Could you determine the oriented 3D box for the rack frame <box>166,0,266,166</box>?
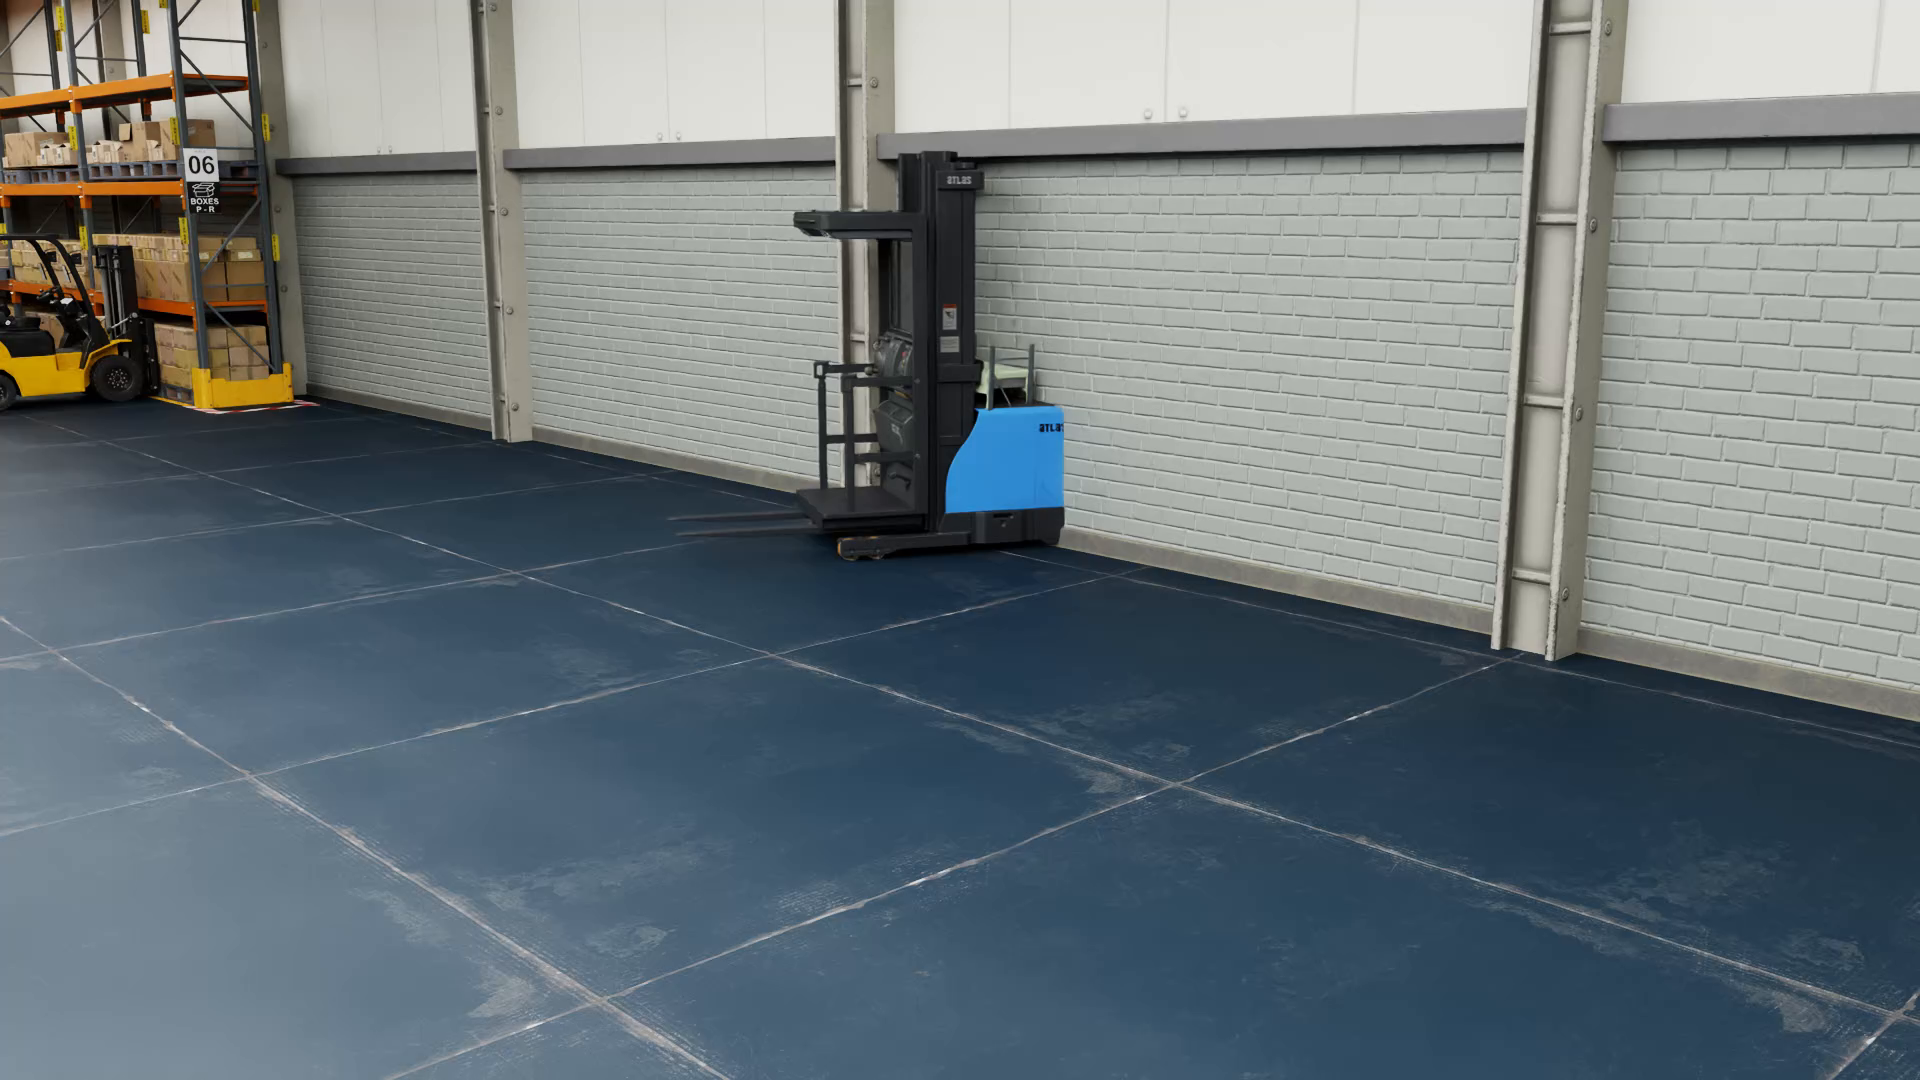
[{"bbox_3d":[-9.222,-6.163,20.522,1.000,3.000,0.127,-11,16,-43],"label":"rack frame"}]

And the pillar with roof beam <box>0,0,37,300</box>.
[{"bbox_3d":[-20.452,-7.541,27.214,9.100,9.000,0.400,-11,16,-43],"label":"pillar with roof beam"}]

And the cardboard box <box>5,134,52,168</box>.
[{"bbox_3d":[-14.423,-6.025,25.752,0.500,0.500,0.500,-11,16,-42],"label":"cardboard box"}]

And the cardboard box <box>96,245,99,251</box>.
[{"bbox_3d":[-11.955,-4.092,23.482,0.380,0.149,0.250,-11,16,-43],"label":"cardboard box"}]

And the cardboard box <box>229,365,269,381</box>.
[{"bbox_3d":[-9.420,-2.182,21.843,0.500,0.250,0.500,-11,16,-42],"label":"cardboard box"}]

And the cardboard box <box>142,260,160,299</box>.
[{"bbox_3d":[-10.458,-3.460,22.025,0.500,0.500,0.500,-11,16,-44],"label":"cardboard box"}]

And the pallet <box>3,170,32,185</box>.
[{"bbox_3d":[-14.214,-5.682,26.091,1.213,0.211,1.003,-10,15,-40],"label":"pallet"}]

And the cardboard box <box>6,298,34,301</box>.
[{"bbox_3d":[-16.491,-4.156,29.194,0.250,0.149,0.380,11,16,42],"label":"cardboard box"}]

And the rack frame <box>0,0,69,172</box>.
[{"bbox_3d":[-14.747,-7.330,26.189,1.000,3.000,0.127,-11,16,-43],"label":"rack frame"}]

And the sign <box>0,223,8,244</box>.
[{"bbox_3d":[-15.133,-4.843,26.312,0.100,0.325,0.005,-11,16,-43],"label":"sign"}]

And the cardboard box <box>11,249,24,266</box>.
[{"bbox_3d":[-14.635,-4.461,26.263,0.500,0.250,0.500,-11,16,-43],"label":"cardboard box"}]

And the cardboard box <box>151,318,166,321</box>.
[{"bbox_3d":[-11.180,-2.895,22.827,0.500,0.250,0.500,-10,15,-41],"label":"cardboard box"}]

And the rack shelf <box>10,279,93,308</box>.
[{"bbox_3d":[-13.366,-3.748,25.451,1.077,0.370,4.000,-11,16,-43],"label":"rack shelf"}]

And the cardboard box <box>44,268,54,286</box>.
[{"bbox_3d":[-13.556,-3.995,25.242,0.500,0.250,0.500,-10,15,-41],"label":"cardboard box"}]

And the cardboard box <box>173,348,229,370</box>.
[{"bbox_3d":[-9.785,-2.356,21.446,0.500,0.250,0.500,-11,16,-43],"label":"cardboard box"}]

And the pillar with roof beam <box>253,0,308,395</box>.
[{"bbox_3d":[-12.165,-5.790,18.713,9.100,9.000,0.400,-11,16,-43],"label":"pillar with roof beam"}]

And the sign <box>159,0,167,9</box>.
[{"bbox_3d":[-9.625,-6.585,20.063,0.100,0.325,0.005,-11,16,-43],"label":"sign"}]

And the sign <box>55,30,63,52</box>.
[{"bbox_3d":[-14.348,-7.943,26.457,0.100,0.325,0.005,-11,16,-43],"label":"sign"}]

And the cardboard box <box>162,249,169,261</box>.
[{"bbox_3d":[-10.160,-3.720,21.678,0.380,0.149,0.250,-11,16,-43],"label":"cardboard box"}]

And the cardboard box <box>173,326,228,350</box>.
[{"bbox_3d":[-9.766,-2.597,21.377,0.500,0.250,0.500,-10,15,-41],"label":"cardboard box"}]

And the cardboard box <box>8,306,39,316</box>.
[{"bbox_3d":[-15.271,-3.728,27.118,0.250,0.149,0.380,11,16,42],"label":"cardboard box"}]

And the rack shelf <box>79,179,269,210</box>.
[{"bbox_3d":[-10.604,-4.633,22.314,1.077,0.370,4.000,-11,16,-43],"label":"rack shelf"}]

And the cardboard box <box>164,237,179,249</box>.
[{"bbox_3d":[-10.133,-3.872,21.681,0.380,0.149,0.250,-11,16,-42],"label":"cardboard box"}]

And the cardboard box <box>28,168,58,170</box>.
[{"bbox_3d":[-14.827,-6.069,26.887,0.380,0.149,0.250,-11,16,-42],"label":"cardboard box"}]

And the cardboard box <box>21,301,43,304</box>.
[{"bbox_3d":[-15.813,-3.992,28.399,0.380,0.149,0.250,-11,16,-42],"label":"cardboard box"}]

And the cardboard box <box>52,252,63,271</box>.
[{"bbox_3d":[-13.218,-4.165,24.827,0.500,0.250,0.500,-10,16,-41],"label":"cardboard box"}]

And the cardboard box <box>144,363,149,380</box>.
[{"bbox_3d":[-10.826,-2.329,22.554,0.500,0.250,0.500,-10,15,-41],"label":"cardboard box"}]

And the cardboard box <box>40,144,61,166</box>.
[{"bbox_3d":[-13.191,-5.672,24.507,0.500,0.311,0.500,11,16,43],"label":"cardboard box"}]

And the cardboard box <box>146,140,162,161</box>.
[{"bbox_3d":[-10.189,-4.998,21.347,0.396,0.266,0.258,-11,16,-42],"label":"cardboard box"}]

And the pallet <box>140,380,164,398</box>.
[{"bbox_3d":[-10.619,-2.142,22.787,1.003,0.211,1.213,-11,16,-43],"label":"pallet"}]

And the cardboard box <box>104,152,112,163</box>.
[{"bbox_3d":[-11.364,-5.189,22.564,0.380,0.149,0.250,-10,15,-41],"label":"cardboard box"}]

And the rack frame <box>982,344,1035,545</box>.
[{"bbox_3d":[0.363,-0.711,12.470,0.400,1.500,0.023,-7,16,-35],"label":"rack frame"}]

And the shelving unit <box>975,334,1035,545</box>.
[{"bbox_3d":[0.152,-0.786,12.760,0.431,1.500,0.755,-7,16,-35],"label":"shelving unit"}]

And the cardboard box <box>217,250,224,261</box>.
[{"bbox_3d":[-9.486,-3.704,21.600,0.380,0.149,0.250,-11,16,-43],"label":"cardboard box"}]

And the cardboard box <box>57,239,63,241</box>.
[{"bbox_3d":[-14.376,-4.739,26.626,0.380,0.149,0.250,-10,15,-41],"label":"cardboard box"}]

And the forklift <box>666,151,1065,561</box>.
[{"bbox_3d":[-0.680,-1.403,12.459,3.031,2.935,1.130,-3,12,-16],"label":"forklift"}]

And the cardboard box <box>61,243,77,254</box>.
[{"bbox_3d":[-12.981,-4.292,24.454,0.250,0.149,0.380,11,16,43],"label":"cardboard box"}]

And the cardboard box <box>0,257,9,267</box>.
[{"bbox_3d":[-15.478,-4.517,26.984,0.380,0.149,0.250,-11,16,-42],"label":"cardboard box"}]

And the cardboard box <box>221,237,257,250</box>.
[{"bbox_3d":[-9.300,-3.815,21.405,0.380,0.149,0.250,-11,16,-44],"label":"cardboard box"}]

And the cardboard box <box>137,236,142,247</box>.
[{"bbox_3d":[-10.847,-4.022,22.406,0.380,0.149,0.250,-11,16,-42],"label":"cardboard box"}]

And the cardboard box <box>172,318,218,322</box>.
[{"bbox_3d":[-10.452,-2.892,22.811,0.500,0.250,0.500,-11,16,-44],"label":"cardboard box"}]

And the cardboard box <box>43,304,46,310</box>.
[{"bbox_3d":[-15.046,-3.853,27.726,0.380,0.149,0.250,-10,15,-41],"label":"cardboard box"}]

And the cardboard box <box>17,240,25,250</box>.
[{"bbox_3d":[-14.555,-4.632,26.106,0.380,0.149,0.250,-10,16,-41],"label":"cardboard box"}]

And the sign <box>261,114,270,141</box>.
[{"bbox_3d":[-8.817,-5.237,21.100,0.100,0.325,0.005,-11,16,-43],"label":"sign"}]
